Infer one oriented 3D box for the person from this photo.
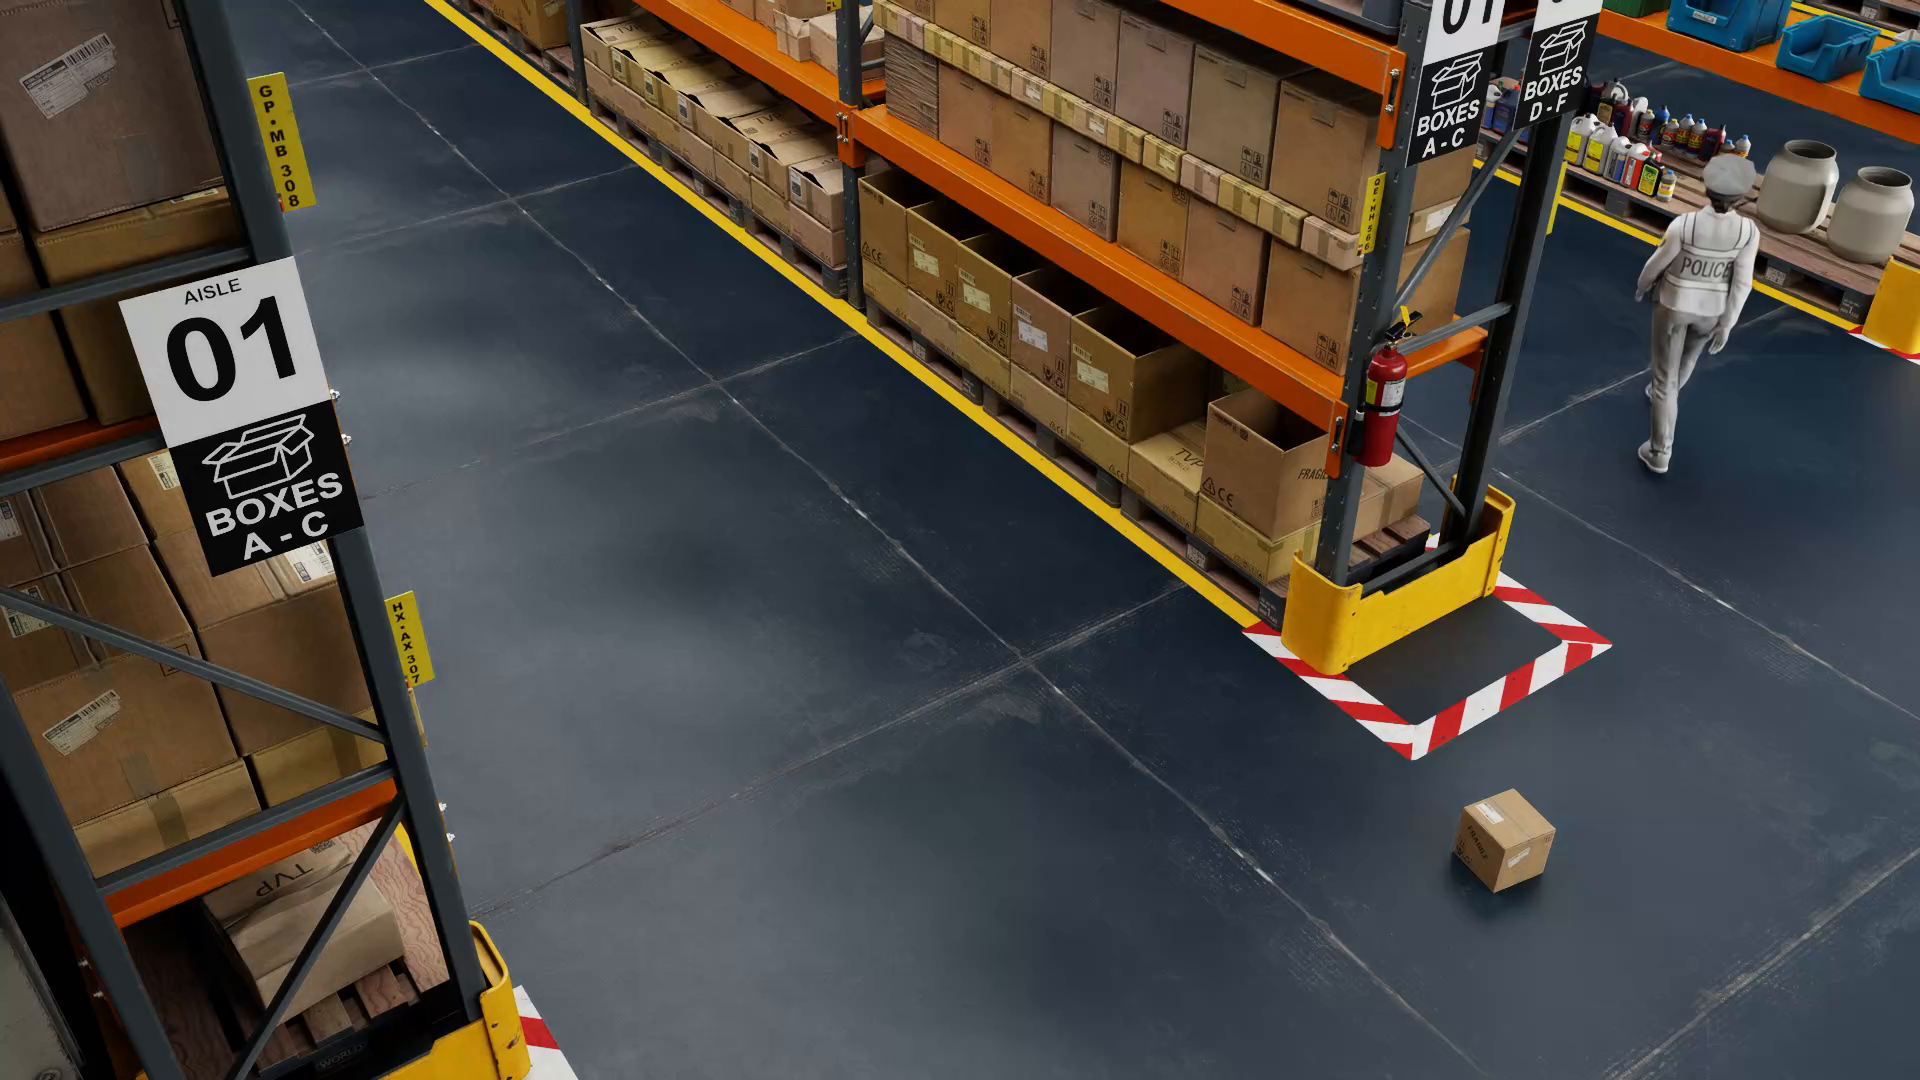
[{"bbox_3d":[3.762,-1.266,8.654,0.489,1.642,0.933,5,37,6],"label":"person"}]
